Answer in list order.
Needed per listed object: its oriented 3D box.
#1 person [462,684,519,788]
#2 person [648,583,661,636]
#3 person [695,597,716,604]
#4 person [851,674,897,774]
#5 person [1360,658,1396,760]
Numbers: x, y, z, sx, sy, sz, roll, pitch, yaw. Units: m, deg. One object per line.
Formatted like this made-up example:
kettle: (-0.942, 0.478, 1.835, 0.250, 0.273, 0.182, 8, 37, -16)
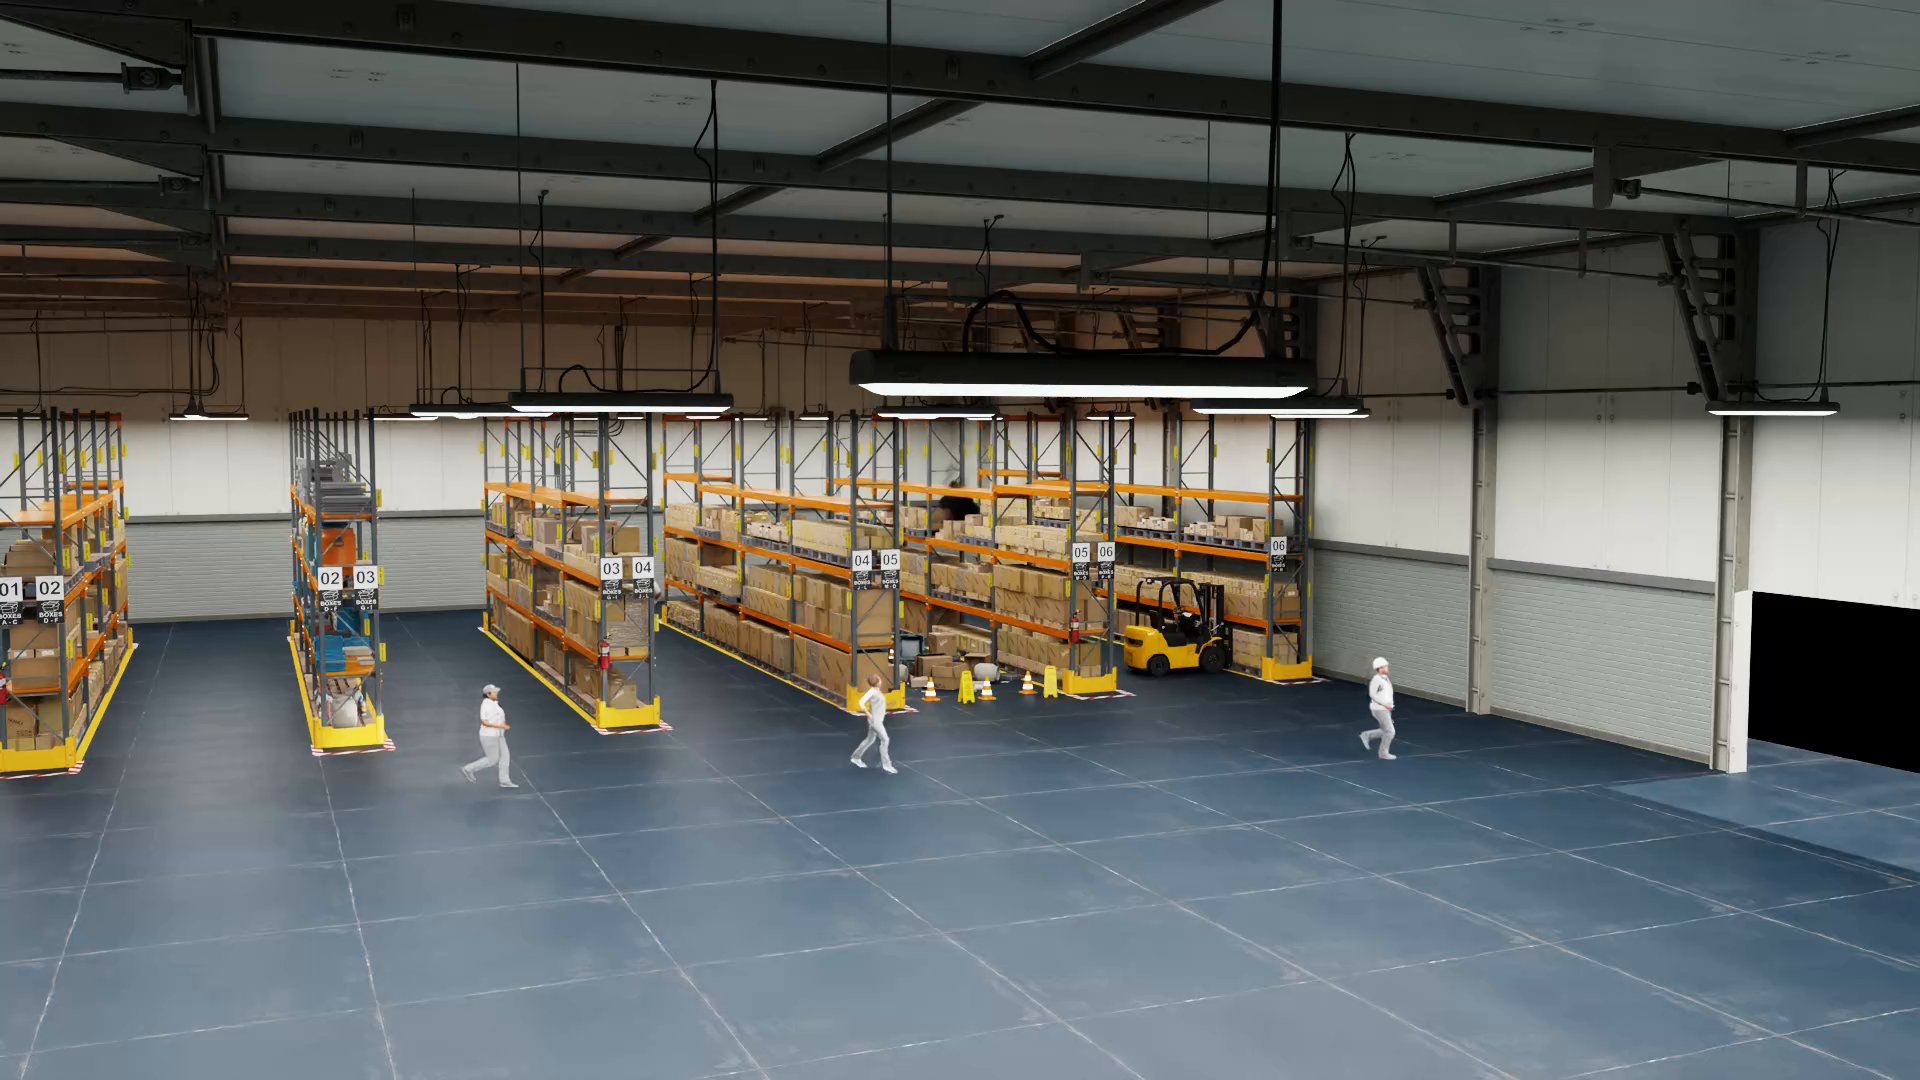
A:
person: (-7.351, 3.082, 26.013, 0.849, 1.659, 0.607, 0, 4, -4)
person: (-8.328, 1.741, 44.445, 0.690, 1.766, 0.844, -1, 4, -16)
person: (-7.569, 1.392, 49.545, 0.866, 1.826, 0.719, -1, 4, -21)
person: (-1.411, 3.008, 27.242, 0.783, 1.616, 0.518, 0, 4, 3)
person: (7.137, 2.865, 28.386, 0.654, 1.728, 0.681, 2, 4, 27)
